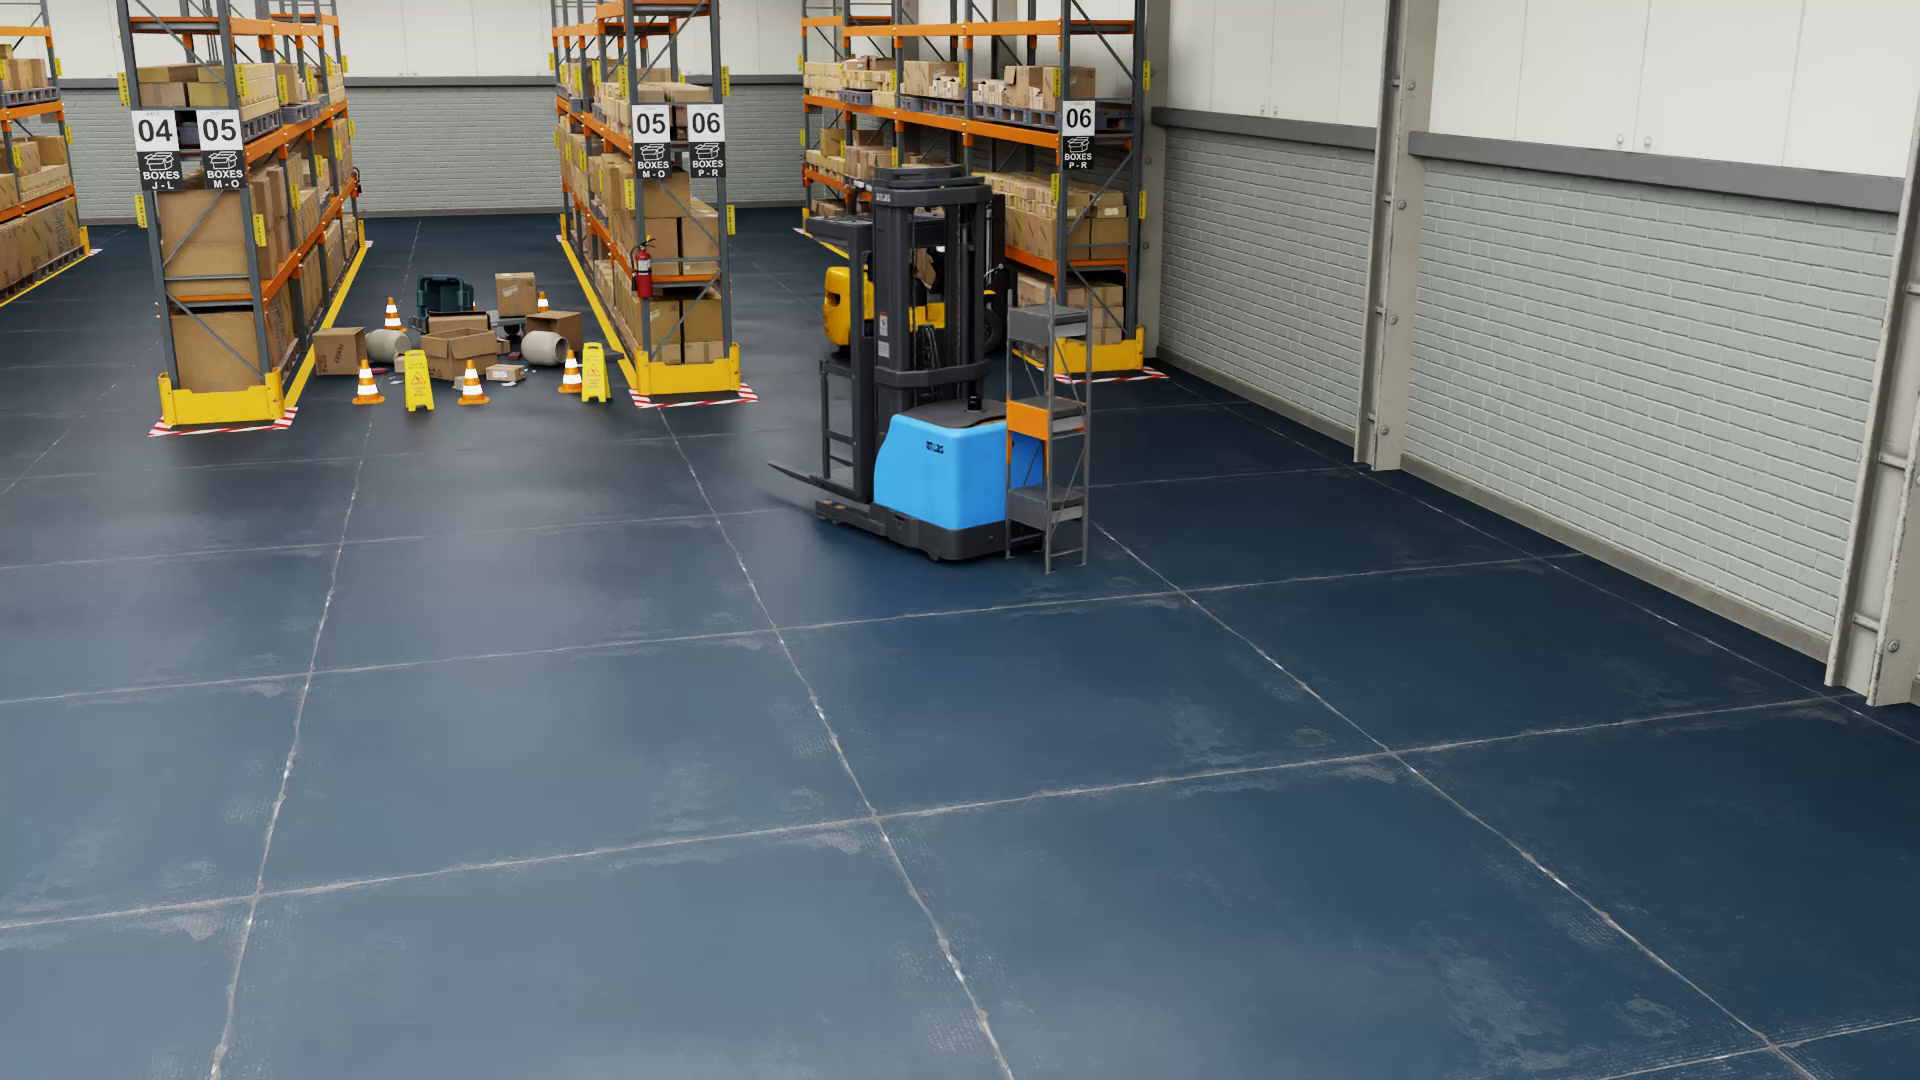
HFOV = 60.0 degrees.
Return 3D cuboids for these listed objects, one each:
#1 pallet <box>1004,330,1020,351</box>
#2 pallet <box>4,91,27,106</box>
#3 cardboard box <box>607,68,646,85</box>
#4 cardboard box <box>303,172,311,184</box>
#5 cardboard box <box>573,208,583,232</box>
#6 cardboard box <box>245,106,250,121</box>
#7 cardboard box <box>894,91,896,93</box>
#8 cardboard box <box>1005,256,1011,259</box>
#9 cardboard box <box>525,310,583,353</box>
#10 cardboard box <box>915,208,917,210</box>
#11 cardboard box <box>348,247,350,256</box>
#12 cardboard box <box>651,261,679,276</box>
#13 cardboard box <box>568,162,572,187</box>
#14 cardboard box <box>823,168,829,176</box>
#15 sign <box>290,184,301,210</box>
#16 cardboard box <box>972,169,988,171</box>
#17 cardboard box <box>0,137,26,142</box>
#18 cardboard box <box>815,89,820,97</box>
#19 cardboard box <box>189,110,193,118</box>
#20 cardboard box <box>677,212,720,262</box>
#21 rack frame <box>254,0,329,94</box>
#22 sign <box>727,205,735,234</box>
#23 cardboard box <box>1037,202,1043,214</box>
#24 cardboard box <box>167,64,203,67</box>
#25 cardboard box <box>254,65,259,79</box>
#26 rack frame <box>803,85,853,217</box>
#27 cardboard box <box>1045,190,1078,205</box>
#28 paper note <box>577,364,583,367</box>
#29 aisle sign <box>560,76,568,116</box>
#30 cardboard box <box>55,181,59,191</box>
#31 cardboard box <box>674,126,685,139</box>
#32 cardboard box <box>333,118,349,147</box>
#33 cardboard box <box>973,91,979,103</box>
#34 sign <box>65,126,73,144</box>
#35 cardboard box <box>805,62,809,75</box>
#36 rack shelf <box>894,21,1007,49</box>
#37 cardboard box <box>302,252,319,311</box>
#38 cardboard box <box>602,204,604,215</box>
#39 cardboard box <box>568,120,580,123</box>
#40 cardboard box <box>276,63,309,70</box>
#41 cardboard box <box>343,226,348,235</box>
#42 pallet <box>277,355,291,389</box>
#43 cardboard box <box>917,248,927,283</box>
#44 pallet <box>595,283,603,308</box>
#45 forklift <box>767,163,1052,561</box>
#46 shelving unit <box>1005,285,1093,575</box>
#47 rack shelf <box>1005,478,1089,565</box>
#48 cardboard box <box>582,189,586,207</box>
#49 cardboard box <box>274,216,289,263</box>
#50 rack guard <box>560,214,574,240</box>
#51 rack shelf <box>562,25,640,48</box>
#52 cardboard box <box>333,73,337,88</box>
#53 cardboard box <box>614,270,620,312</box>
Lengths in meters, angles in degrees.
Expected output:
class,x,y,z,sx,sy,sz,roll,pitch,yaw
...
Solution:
class,x,y,z,sx,sy,sz,roll,pitch,yaw
pallet,1.075,-2.758,22.267,1.003,0.211,1.213,-5,17,-15
pallet,-16.156,-7.312,27.521,1.003,0.211,1.213,-5,17,-15
cardboard box,-4.496,-6.217,22.383,0.500,0.250,0.500,-4,17,-14
cardboard box,-9.987,-5.459,25.083,0.380,0.149,0.250,-5,17,-15
cardboard box,-7.234,-6.380,33.202,0.875,0.438,0.875,-5,18,-17
cardboard box,-7.703,-4.492,17.510,0.380,0.149,0.250,-5,17,-15
cardboard box,-0.871,-7.396,27.214,0.380,0.149,0.250,-4,17,-14
cardboard box,0.879,-3.897,23.524,0.500,0.250,0.500,-4,17,-14
cardboard box,-5.228,-2.662,21.440,0.500,0.500,0.500,7,18,23
cardboard box,-0.521,-5.408,26.503,0.500,0.250,0.500,-5,17,-16
cardboard box,-11.009,-5.091,29.411,0.380,0.149,0.250,-4,17,-14
cardboard box,-3.423,-3.121,19.066,0.380,0.149,0.250,-4,17,-13
cardboard box,-6.933,-6.772,30.610,0.500,0.500,0.500,-5,17,-17
cardboard box,-2.516,-7.310,33.010,0.380,0.149,0.250,-4,17,-14
sign,-8.413,-4.339,21.041,0.100,0.325,0.005,-5,17,-15
cardboard box,0.214,-5.703,25.922,0.380,0.149,0.250,-5,17,-16
cardboard box,-17.031,-6.935,29.764,0.500,0.500,0.500,-5,17,-17
cardboard box,-2.677,-8.892,33.064,0.380,0.149,0.250,-5,17,-15
cardboard box,-8.544,-4.648,18.030,0.380,0.149,0.250,-5,17,-16
cardboard box,-2.978,-3.498,19.194,0.500,0.500,0.500,-5,17,-16
rack frame,-11.144,-8.928,27.533,1.000,3.000,0.127,-5,17,-15
sign,-2.593,-3.613,18.760,0.100,0.325,0.005,-5,17,-15
cardboard box,1.181,-4.126,20.672,0.380,0.149,0.250,-4,17,-14
cardboard box,-8.891,-5.380,19.081,0.380,0.149,0.250,-5,17,-15
cardboard box,-8.051,-5.223,18.559,0.380,0.149,0.250,-4,17,-14
rack frame,-2.740,-7.974,34.785,1.000,3.000,0.127,-5,17,-15
cardboard box,1.258,-4.198,20.394,0.380,0.149,0.250,-5,17,-15
paper note,-4.731,-2.172,20.630,0.142,0.019,0.148,-12,20,-34
aisle sign,-7.811,-8.823,33.091,0.394,0.787,0.004,-5,17,-15
cardboard box,-16.344,-6.322,29.722,0.380,0.149,0.250,-5,17,-16
cardboard box,-3.052,-4.654,18.956,0.380,0.149,0.250,-5,18,-17
cardboard box,-11.879,-7.724,31.522,0.500,0.500,0.500,-5,17,-16
cardboard box,0.389,-6.072,22.772,0.380,0.149,0.250,-4,17,-14
sign,-16.515,-7.504,30.796,0.100,0.325,0.005,-5,17,-15
cardboard box,-2.860,-9.578,33.786,0.500,0.250,0.500,-5,17,-16
rack shelf,0.008,-7.545,24.875,1.077,0.370,4.000,-5,17,-15
cardboard box,-9.721,-3.655,23.587,1.050,0.750,0.750,-4,17,-14
cardboard box,-4.855,-4.676,23.511,0.380,0.149,0.250,-5,17,-15
cardboard box,-7.094,-7.730,30.934,0.380,0.149,0.250,-5,17,-16
cardboard box,-11.146,-7.627,27.512,0.700,0.500,0.500,-5,17,-15
cardboard box,-11.260,-5.582,30.011,0.380,0.149,0.250,-4,17,-14
pallet,-8.473,-1.952,19.584,1.003,0.211,1.213,-5,17,-15
cardboard box,-0.196,-4.472,26.522,0.875,0.625,0.625,-4,17,-13
pallet,-5.100,-3.816,25.790,1.003,0.211,1.213,-5,17,-15
forklift,-0.563,-1.605,13.700,1.130,2.935,3.031,-12,21,-36
shelving unit,0.665,-0.832,12.573,0.431,2.100,0.503,-12,21,-36
rack shelf,0.665,-0.149,12.778,0.431,0.518,0.480,-12,21,-36
cardboard box,-5.858,-5.556,26.994,0.500,0.250,0.500,-4,17,-14
cardboard box,-8.660,-3.663,20.171,0.875,0.550,0.550,-5,17,-15
rack guard,-7.519,-6.390,33.857,1.175,0.500,0.348,-5,17,-15
rack shelf,-5.863,-8.258,27.248,1.077,0.370,4.000,-5,17,-15
cardboard box,-11.465,-8.235,29.830,0.500,0.250,0.500,-5,18,-18
cardboard box,-4.312,-3.320,22.038,0.500,0.500,0.500,-4,17,-13
